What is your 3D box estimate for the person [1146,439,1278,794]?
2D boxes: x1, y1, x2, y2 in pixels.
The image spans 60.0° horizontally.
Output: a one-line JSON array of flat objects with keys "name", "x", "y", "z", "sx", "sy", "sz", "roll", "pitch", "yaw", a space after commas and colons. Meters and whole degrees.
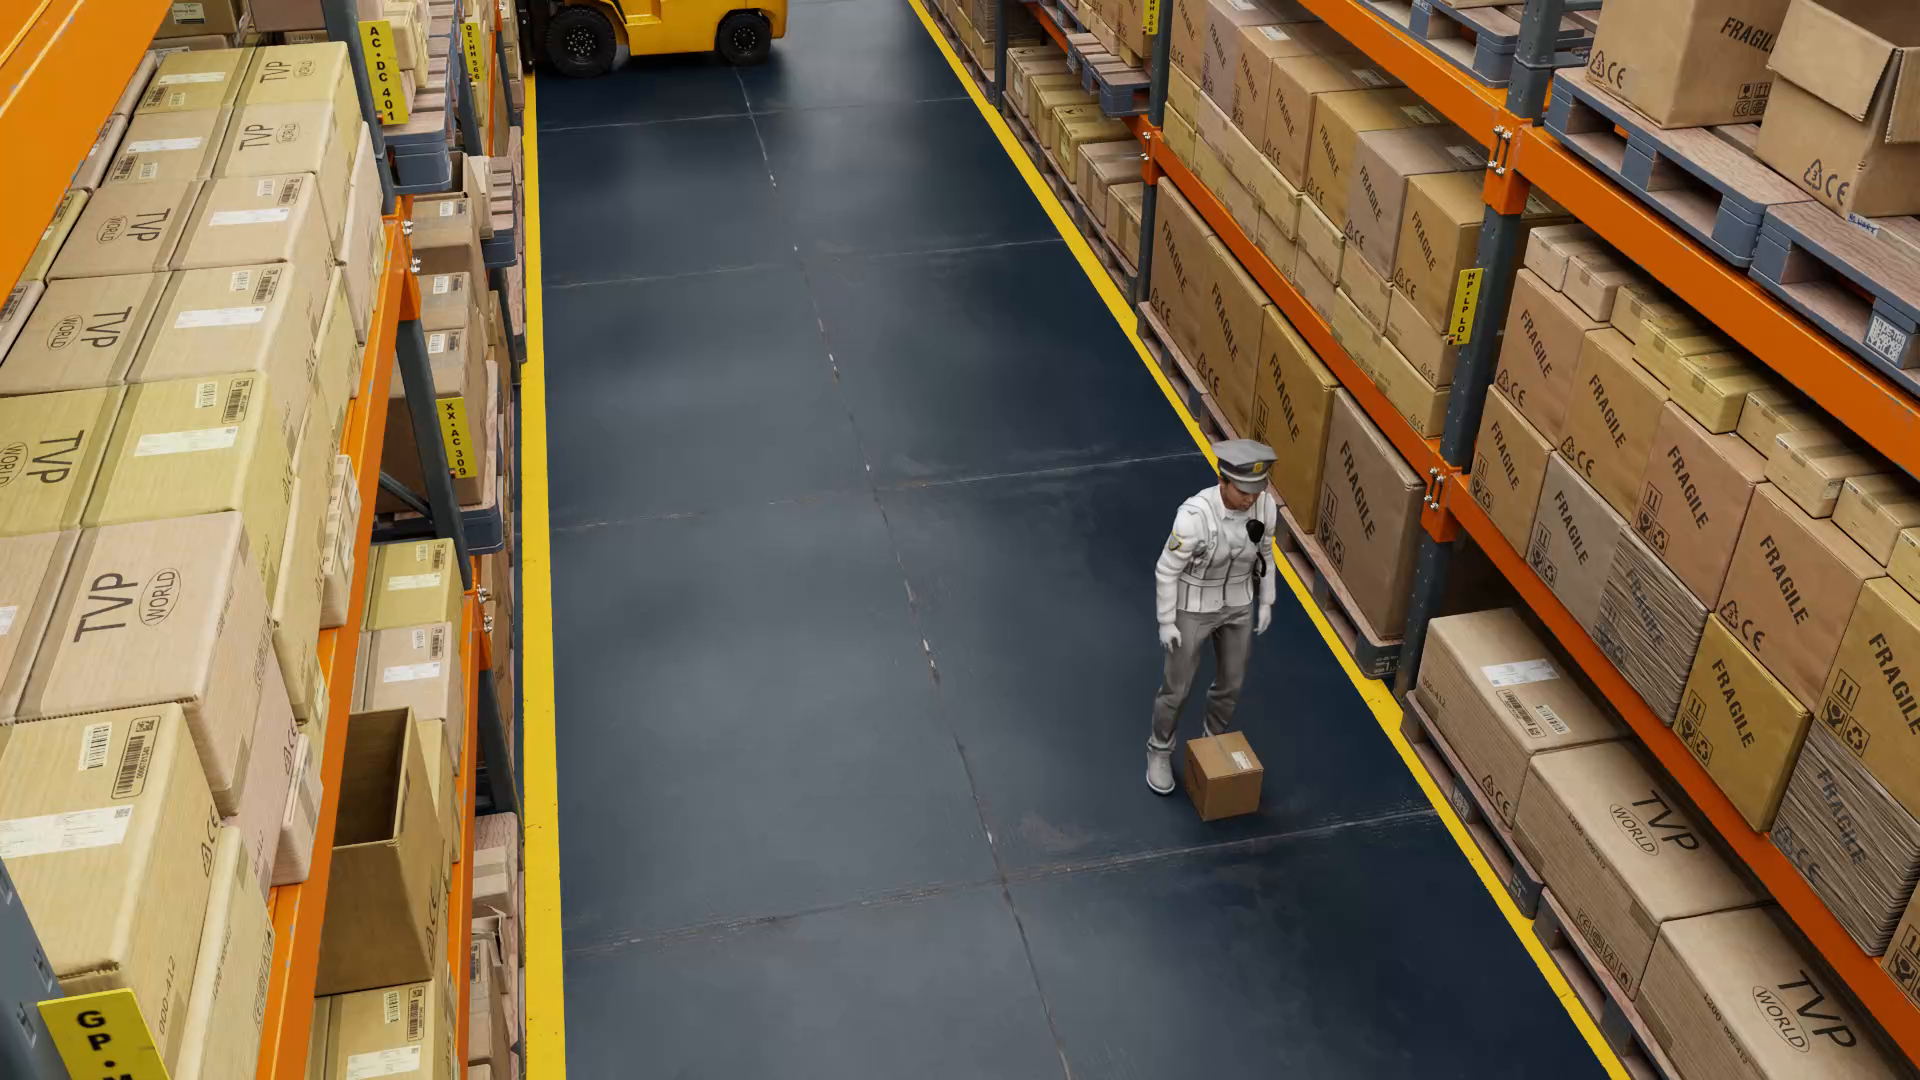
[{"name": "person", "x": 1.058, "y": 0.298, "z": 6.917, "sx": 0.548, "sy": 1.665, "sz": 0.374, "roll": -10, "pitch": 36, "yaw": -14}]
